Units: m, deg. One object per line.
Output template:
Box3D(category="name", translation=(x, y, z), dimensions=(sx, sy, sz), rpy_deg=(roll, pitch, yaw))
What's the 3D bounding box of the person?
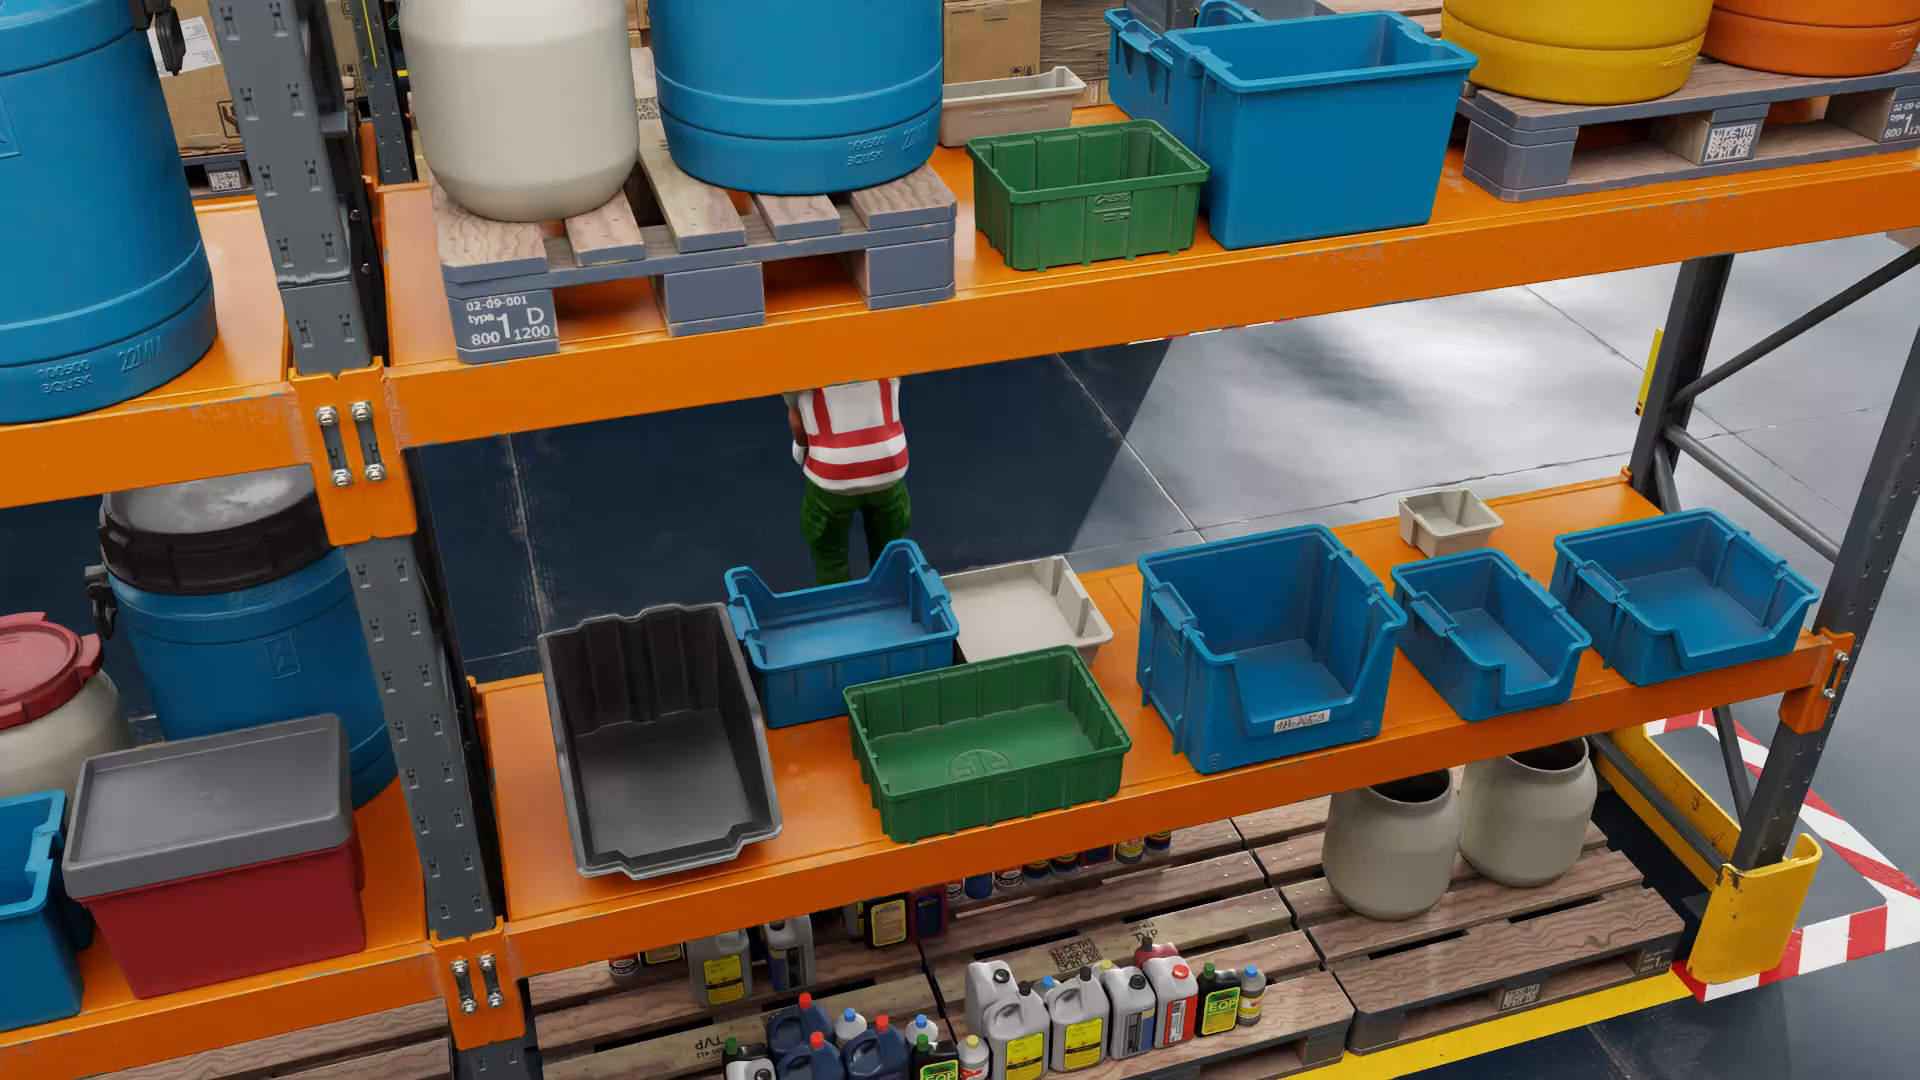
Box3D(category="person", translation=(-0.457, -0.314, 6.614), dimensions=(0.488, 1.763, 0.586), rpy_deg=(-11, 35, -16))
